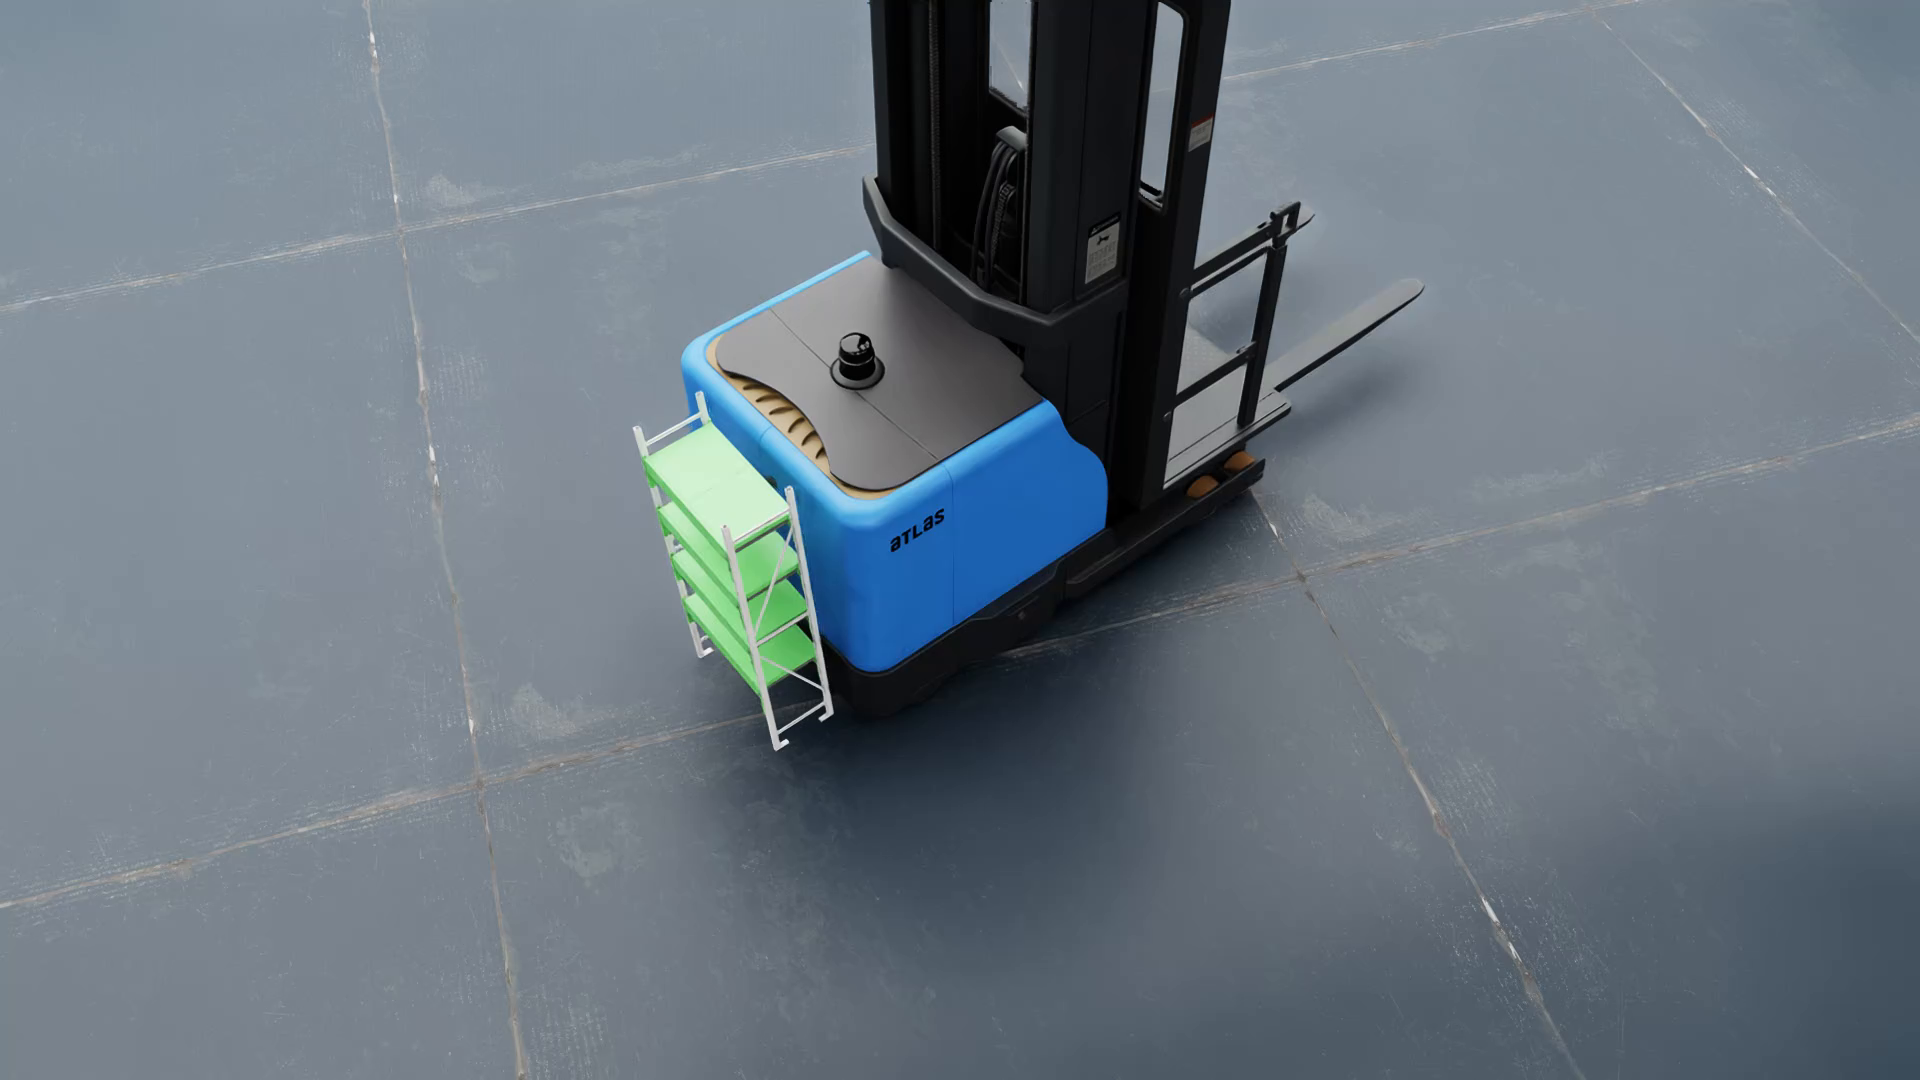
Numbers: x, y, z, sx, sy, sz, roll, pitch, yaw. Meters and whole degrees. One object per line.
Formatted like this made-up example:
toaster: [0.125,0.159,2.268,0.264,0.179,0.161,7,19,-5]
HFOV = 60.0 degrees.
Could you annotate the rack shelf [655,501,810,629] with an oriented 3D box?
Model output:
rack shelf: [-0.712,0.022,5.208,0.258,0.148,0.480,-32,57,-21]

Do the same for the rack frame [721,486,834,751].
rack frame: [-0.557,0.280,5.221,0.240,1.200,0.015,-32,57,-21]

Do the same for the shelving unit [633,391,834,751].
shelving unit: [-0.706,0.132,5.346,0.258,1.200,0.503,-32,57,-21]

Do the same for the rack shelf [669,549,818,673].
rack shelf: [-0.703,0.172,5.396,0.258,0.148,0.480,-32,57,-21]

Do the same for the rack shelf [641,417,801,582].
rack shelf: [-0.721,-0.127,5.020,0.258,0.148,0.480,-32,57,-21]

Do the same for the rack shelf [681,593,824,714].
rack shelf: [-0.694,0.321,5.584,0.258,0.148,0.480,-32,57,-21]

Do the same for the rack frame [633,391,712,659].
rack frame: [-0.854,-0.016,5.471,0.240,1.200,0.015,-32,57,-21]

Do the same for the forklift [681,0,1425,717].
forklift: [0.536,-1.310,5.437,3.031,2.935,1.130,-32,57,-24]
